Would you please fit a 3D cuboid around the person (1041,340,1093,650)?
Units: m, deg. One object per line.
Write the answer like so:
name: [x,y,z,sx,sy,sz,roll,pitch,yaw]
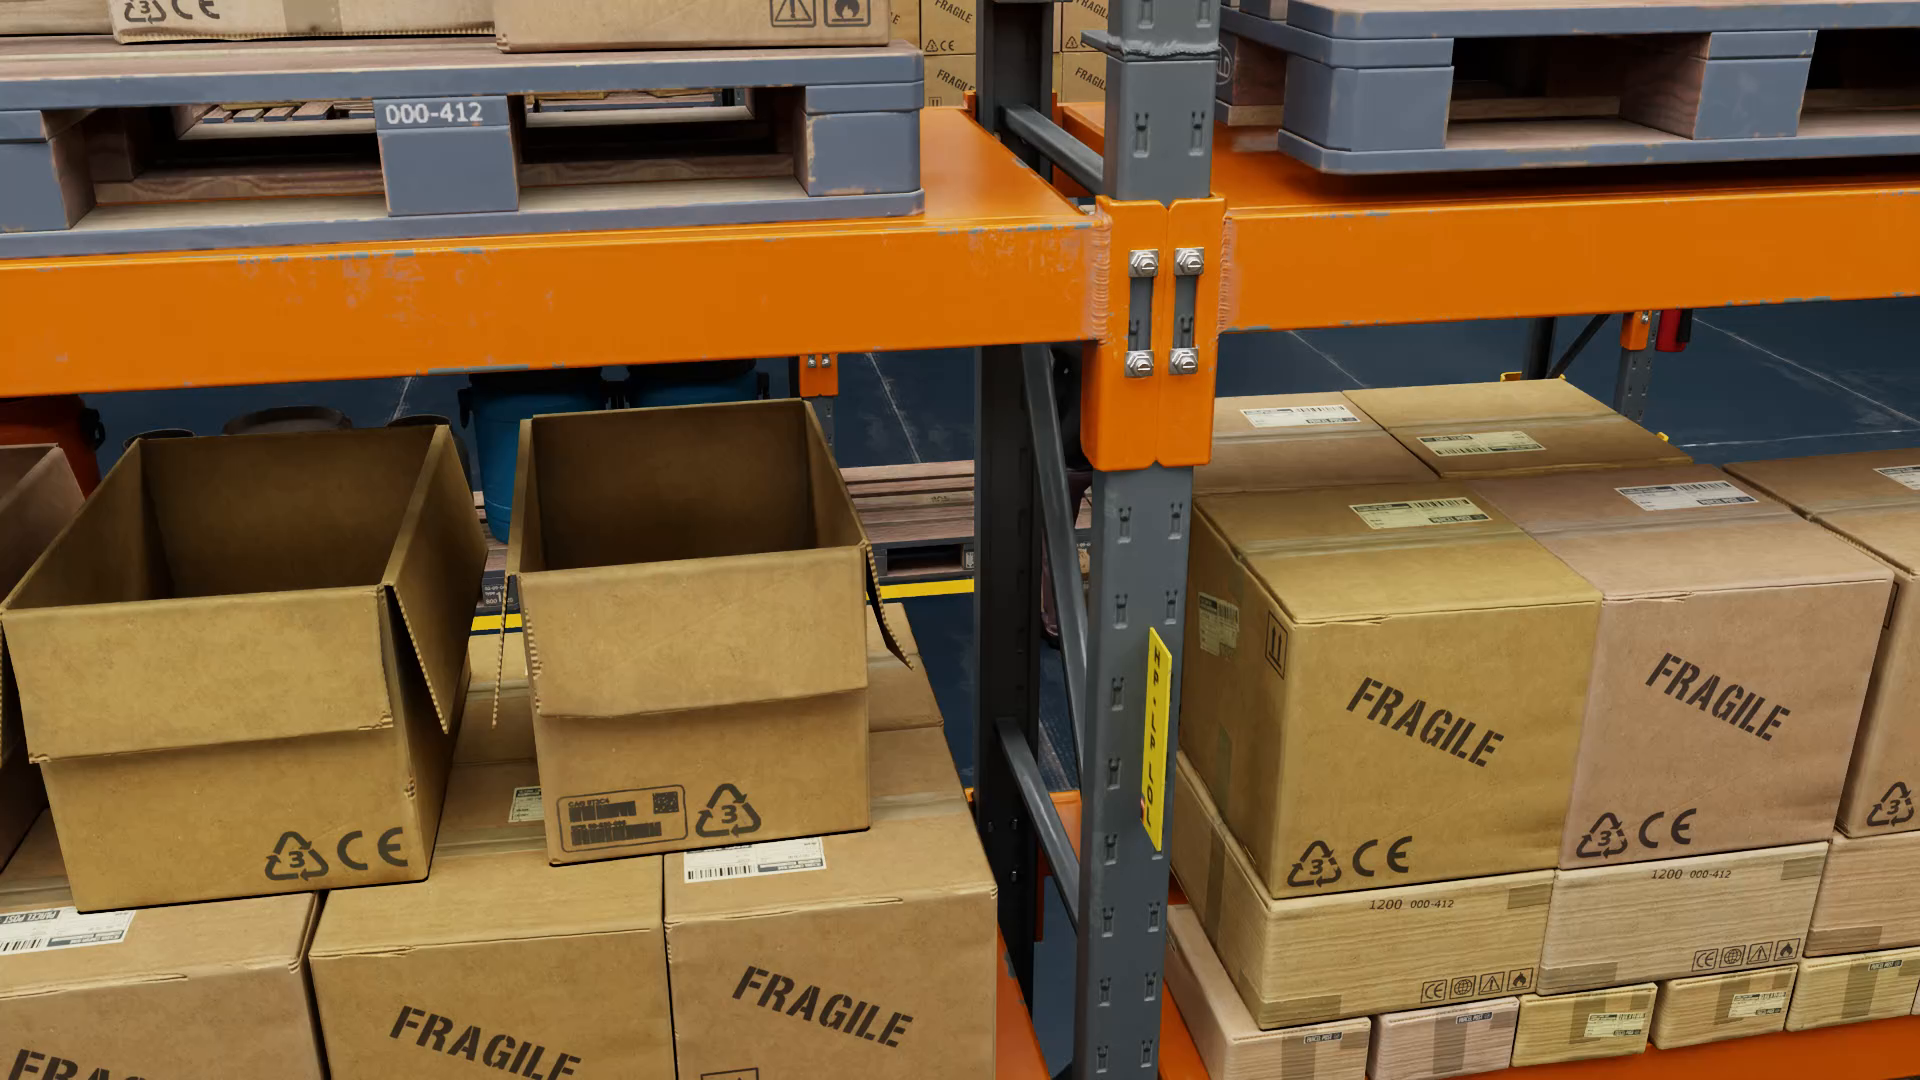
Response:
person: [0.538,-0.356,6.959,0.580,1.721,0.417,-4,24,-9]
